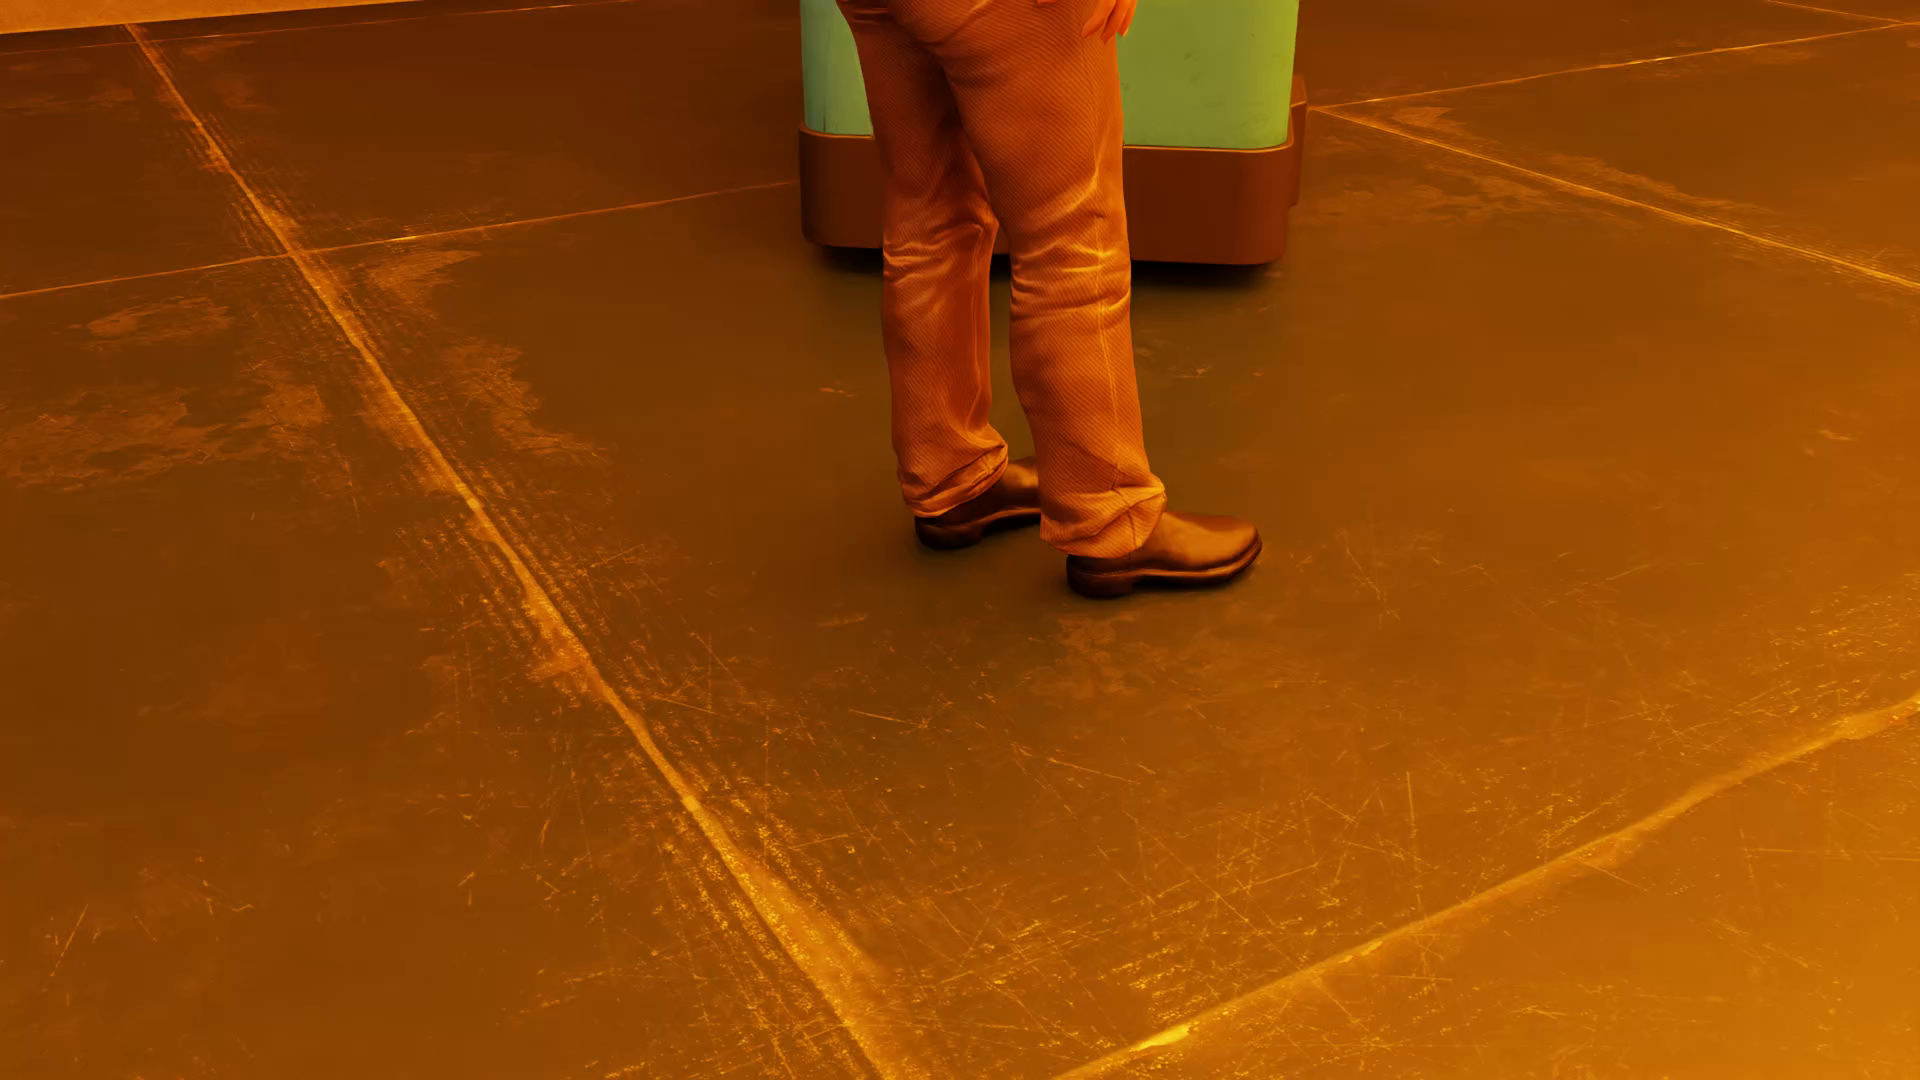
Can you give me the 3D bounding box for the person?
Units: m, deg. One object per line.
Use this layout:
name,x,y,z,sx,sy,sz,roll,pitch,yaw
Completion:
person,0.058,-0.785,2.128,0.568,1.720,0.632,-15,30,-26

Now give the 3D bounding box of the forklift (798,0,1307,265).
forklift,0.387,-2.521,4.230,1.130,2.935,3.031,4,27,8
